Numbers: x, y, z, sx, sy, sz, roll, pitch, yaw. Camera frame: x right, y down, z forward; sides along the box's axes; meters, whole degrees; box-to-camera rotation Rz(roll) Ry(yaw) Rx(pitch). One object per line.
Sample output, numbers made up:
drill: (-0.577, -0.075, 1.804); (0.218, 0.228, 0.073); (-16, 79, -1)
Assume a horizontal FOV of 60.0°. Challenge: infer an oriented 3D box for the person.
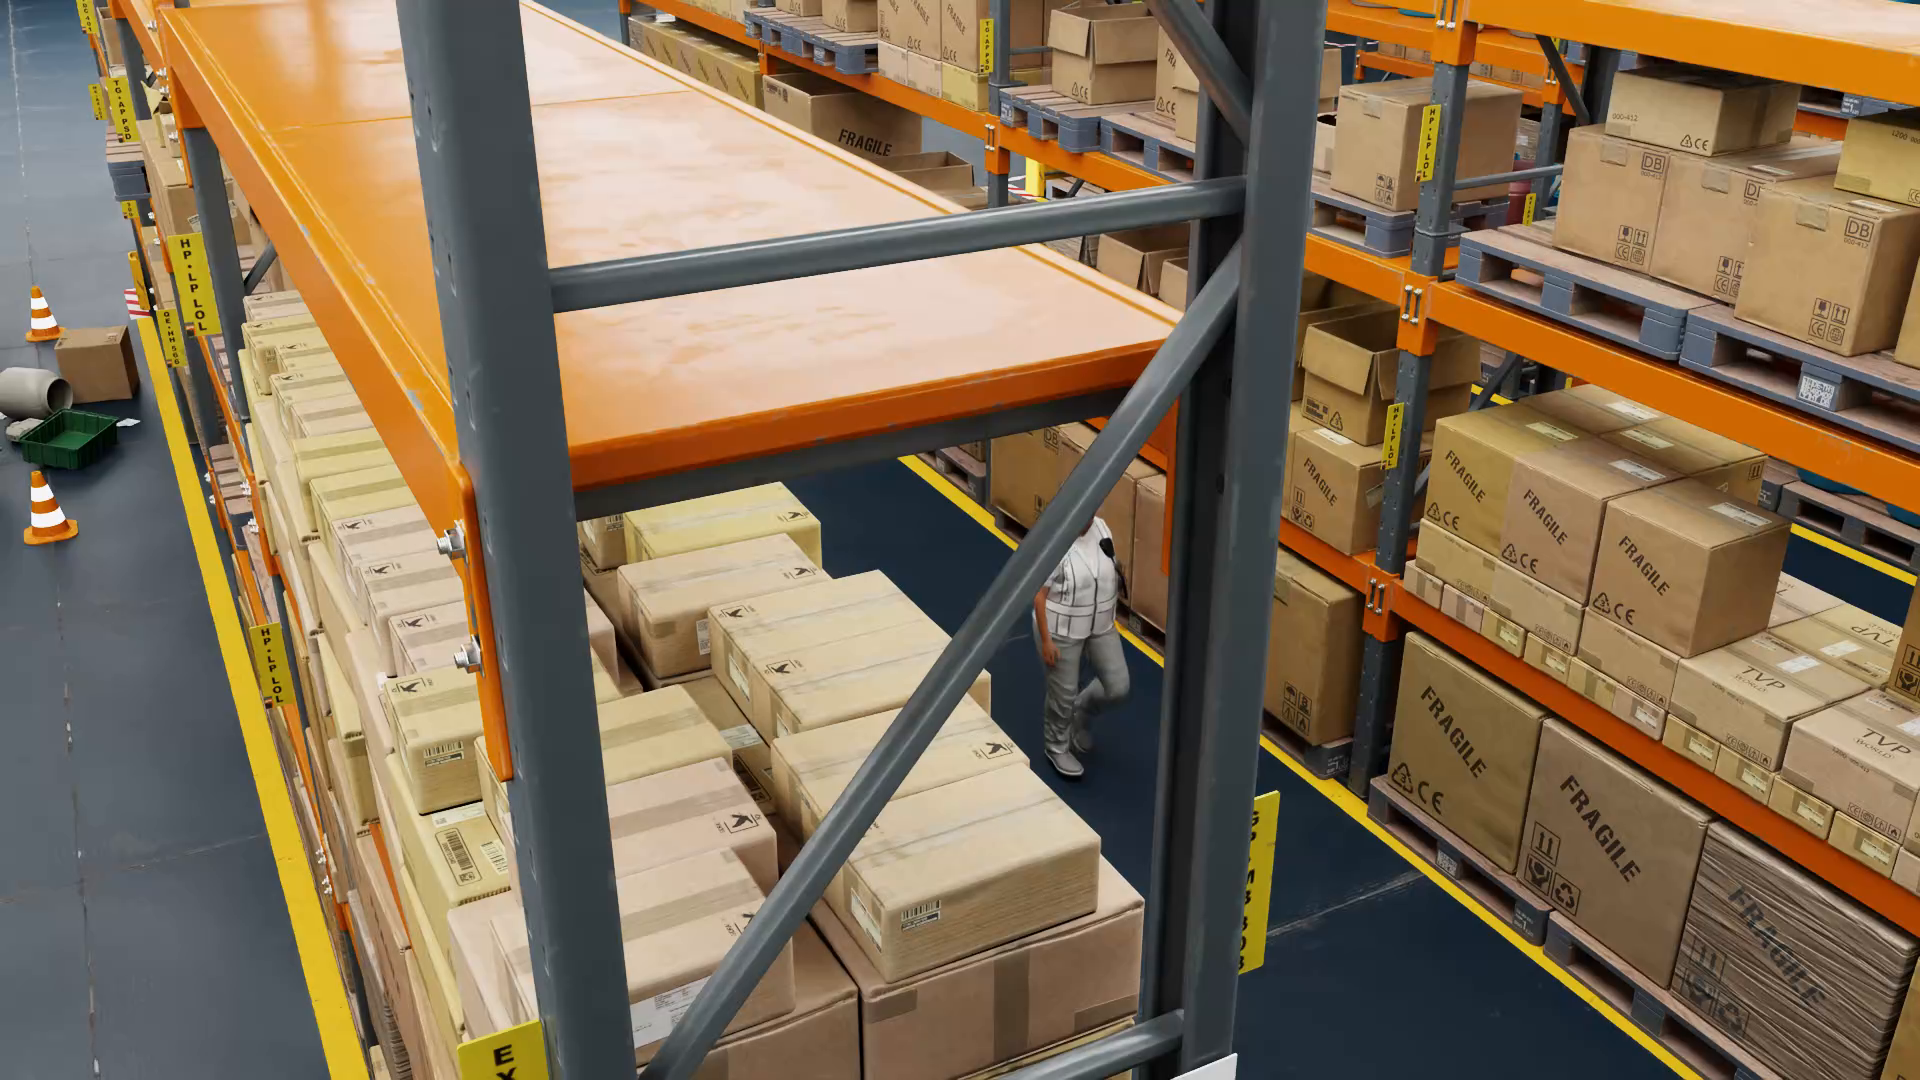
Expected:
person: (0.614, 0.456, 8.617); (0.514, 1.664, 0.458); (-13, 28, -25)
